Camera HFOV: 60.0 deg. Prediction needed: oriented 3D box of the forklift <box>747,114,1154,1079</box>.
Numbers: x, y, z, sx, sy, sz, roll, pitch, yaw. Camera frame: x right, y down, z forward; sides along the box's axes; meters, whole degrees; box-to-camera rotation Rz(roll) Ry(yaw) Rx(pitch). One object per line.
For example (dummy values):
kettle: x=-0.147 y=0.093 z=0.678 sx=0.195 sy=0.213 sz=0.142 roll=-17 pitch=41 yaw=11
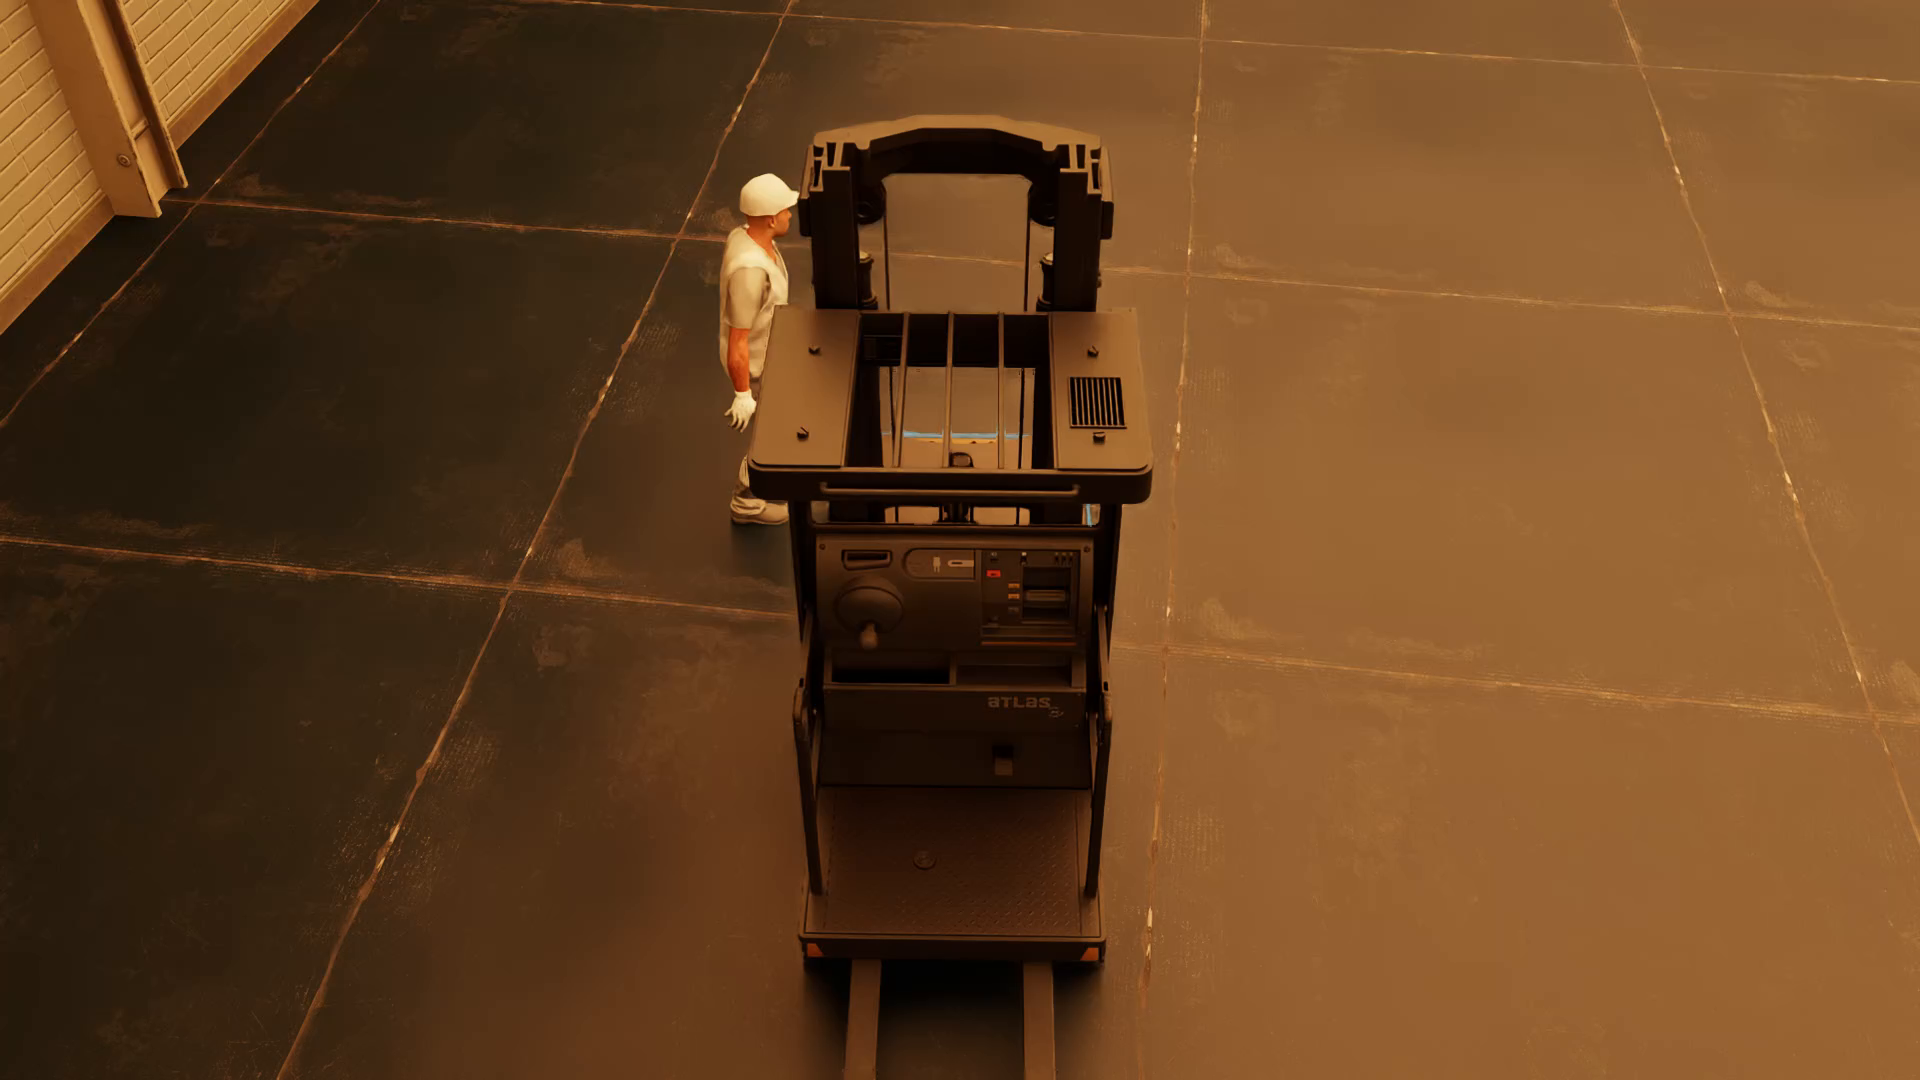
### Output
forklift: x=-0.020 y=0.264 z=5.437 sx=1.130 sy=2.935 sz=3.031 roll=1 pitch=43 yaw=1

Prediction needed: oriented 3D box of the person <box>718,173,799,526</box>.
person: x=-0.888 y=-0.841 z=7.530 sx=0.454 sy=1.749 sz=0.880 roll=-4 pitch=43 yaw=-4
